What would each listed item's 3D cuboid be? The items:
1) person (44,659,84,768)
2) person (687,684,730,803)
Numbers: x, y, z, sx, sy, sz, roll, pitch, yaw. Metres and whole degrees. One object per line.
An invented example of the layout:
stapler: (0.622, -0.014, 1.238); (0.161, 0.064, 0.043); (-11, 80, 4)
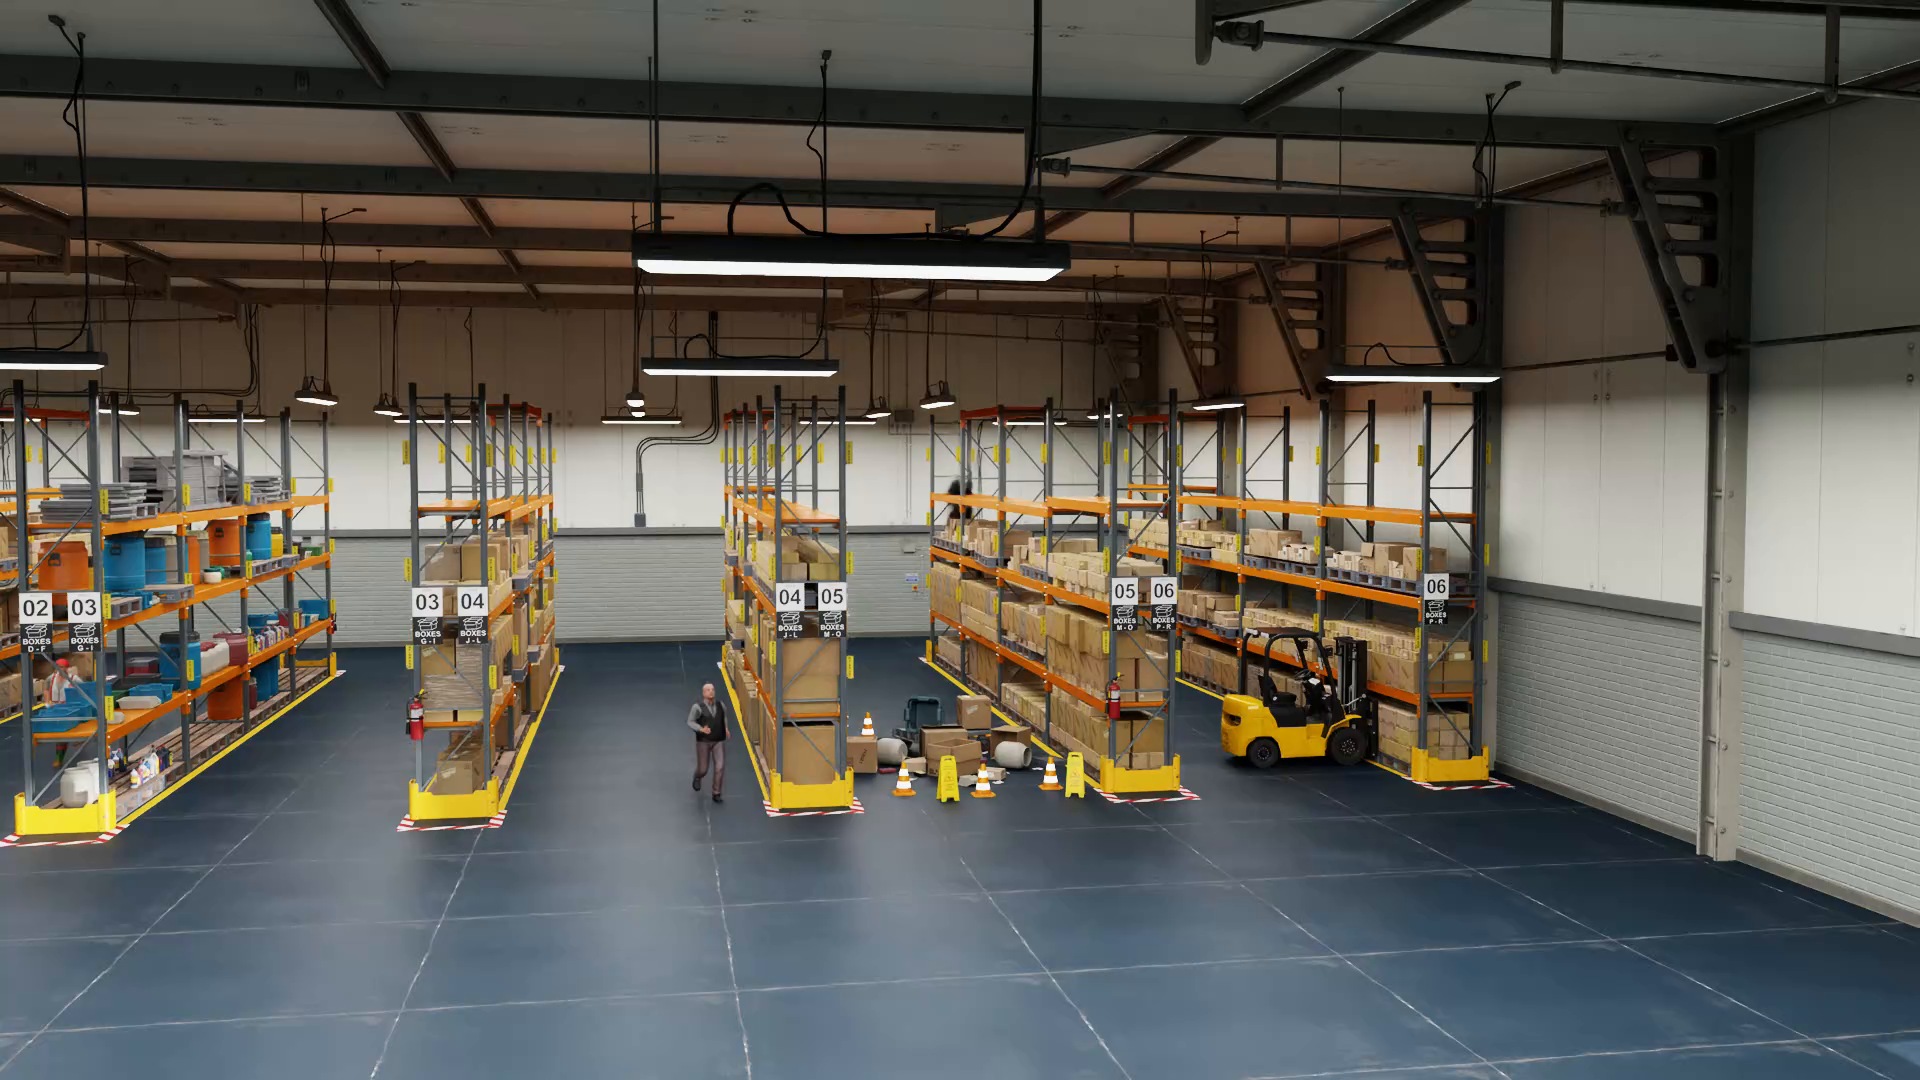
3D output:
person: (-14.537, 2.783, 27.059); (0.679, 1.755, 0.806); (0, 3, -2)
person: (-3.633, 2.935, 24.186); (0.678, 1.689, 0.796); (-1, 3, -27)
